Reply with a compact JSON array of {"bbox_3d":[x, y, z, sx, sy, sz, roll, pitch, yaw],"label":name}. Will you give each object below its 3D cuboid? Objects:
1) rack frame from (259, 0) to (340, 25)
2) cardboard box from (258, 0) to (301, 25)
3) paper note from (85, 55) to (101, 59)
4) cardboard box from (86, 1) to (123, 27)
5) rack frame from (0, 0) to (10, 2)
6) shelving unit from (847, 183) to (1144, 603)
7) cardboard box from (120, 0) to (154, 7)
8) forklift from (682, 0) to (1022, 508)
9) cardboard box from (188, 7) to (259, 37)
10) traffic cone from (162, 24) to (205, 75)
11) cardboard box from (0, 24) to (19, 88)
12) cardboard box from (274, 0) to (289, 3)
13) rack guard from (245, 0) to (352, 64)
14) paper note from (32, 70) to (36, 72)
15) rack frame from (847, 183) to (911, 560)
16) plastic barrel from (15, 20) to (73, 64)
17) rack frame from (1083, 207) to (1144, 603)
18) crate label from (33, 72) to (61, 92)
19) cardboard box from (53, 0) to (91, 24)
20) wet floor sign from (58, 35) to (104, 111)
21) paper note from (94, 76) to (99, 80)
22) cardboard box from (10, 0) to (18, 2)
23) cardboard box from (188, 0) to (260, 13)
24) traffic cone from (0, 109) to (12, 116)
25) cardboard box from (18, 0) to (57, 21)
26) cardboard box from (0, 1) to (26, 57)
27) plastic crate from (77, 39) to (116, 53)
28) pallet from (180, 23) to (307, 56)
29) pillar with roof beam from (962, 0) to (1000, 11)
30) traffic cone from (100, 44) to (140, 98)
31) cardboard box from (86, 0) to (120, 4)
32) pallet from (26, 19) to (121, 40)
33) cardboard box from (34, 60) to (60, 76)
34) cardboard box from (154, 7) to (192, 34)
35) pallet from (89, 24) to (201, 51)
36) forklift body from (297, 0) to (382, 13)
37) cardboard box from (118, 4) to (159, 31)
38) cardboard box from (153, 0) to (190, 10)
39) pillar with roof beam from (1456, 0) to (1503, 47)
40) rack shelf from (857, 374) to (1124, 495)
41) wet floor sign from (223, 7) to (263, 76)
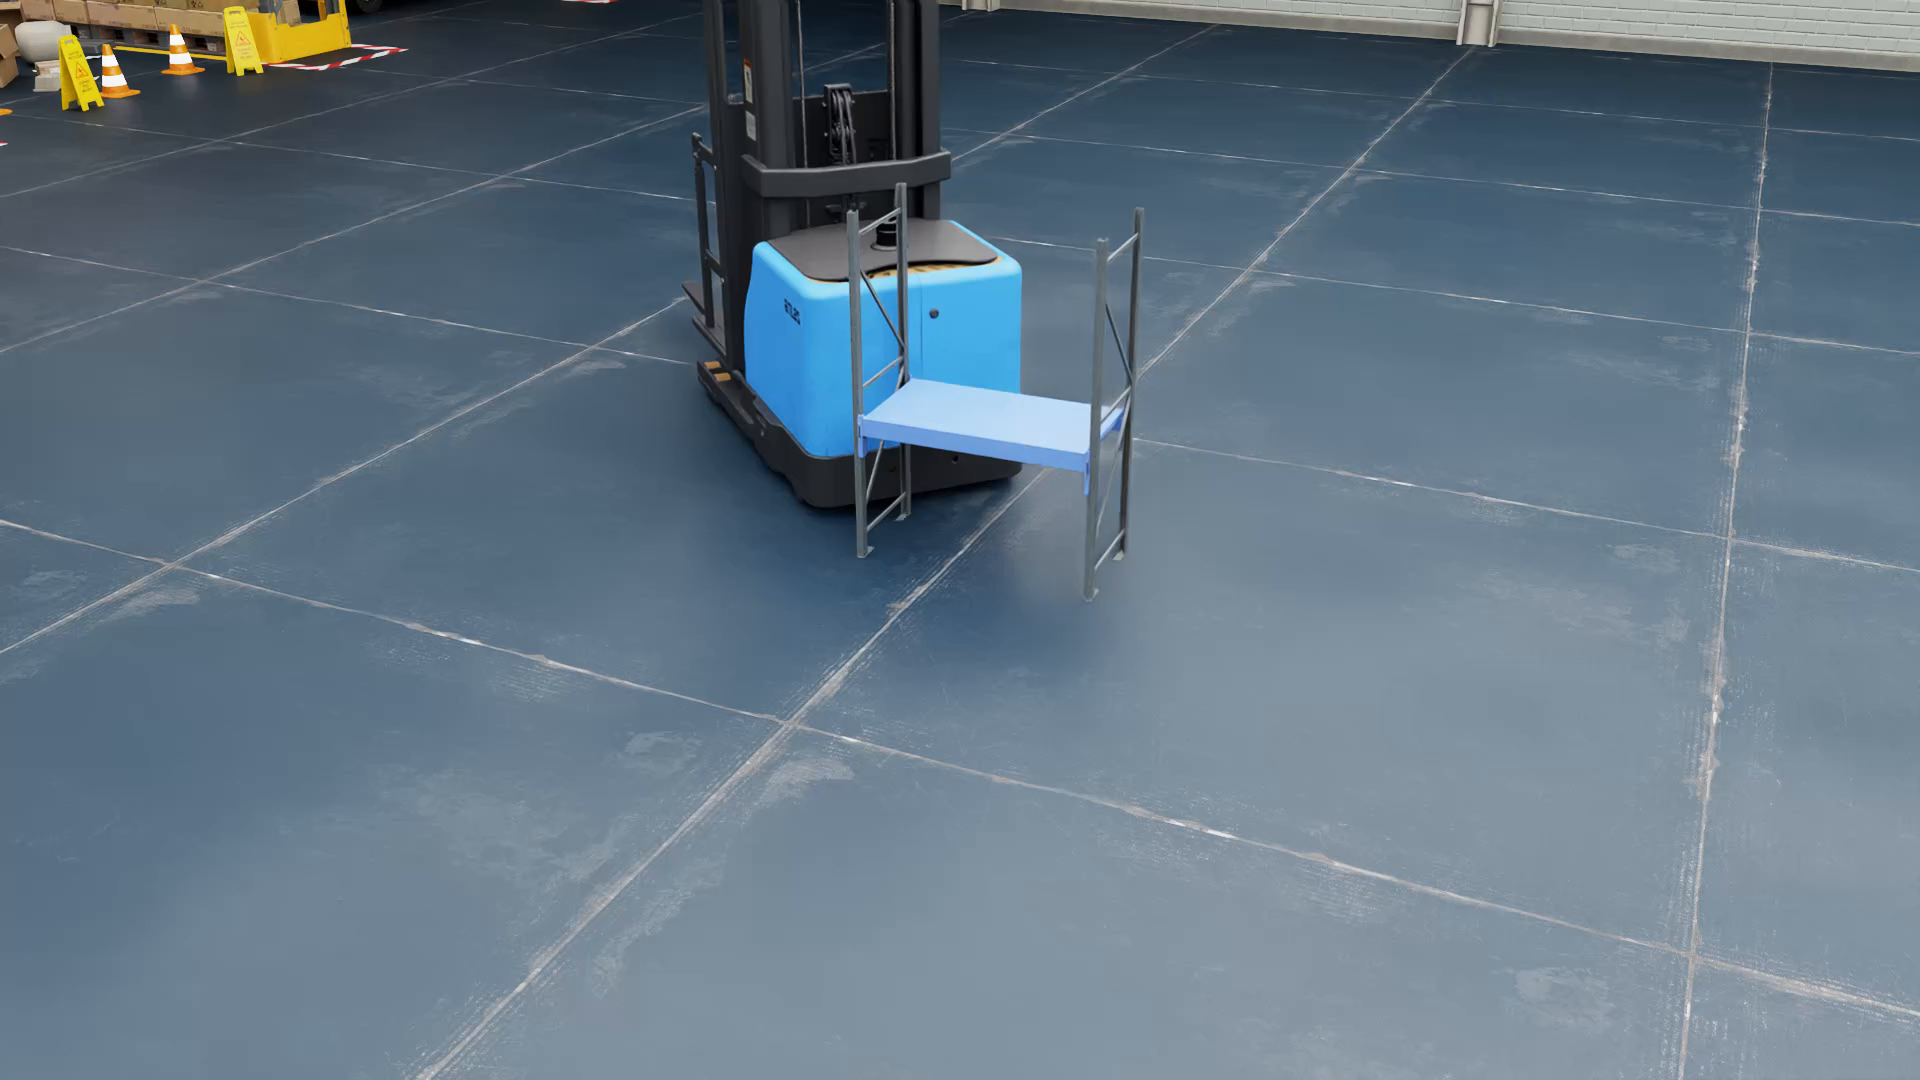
[{"bbox_3d":[-6.988,-6.558,17.175,0.127,3.000,1.000,11,28,22],"label":"rack frame"},{"bbox_3d":[-7.608,-5.772,18.215,0.500,0.250,0.500,11,28,21],"label":"cardboard box"},{"bbox_3d":[-9.197,-5.119,17.613,0.148,0.019,0.142,2,26,4],"label":"paper note"},{"bbox_3d":[-9.229,-5.839,18.351,0.500,0.250,0.500,11,28,21],"label":"cardboard box"},{"bbox_3d":[-10.629,-7.290,18.660,0.127,3.000,1.000,11,28,22],"label":"rack frame"},{"bbox_3d":[0.140,-0.608,6.787,1.048,1.500,0.538,10,28,20],"label":"shelving unit"},{"bbox_3d":[-8.758,-6.080,17.992,0.500,0.500,0.500,11,28,21],"label":"cardboard box"},{"bbox_3d":[-0.748,-2.085,8.167,1.130,2.935,3.031,-11,28,-20],"label":"forklift"},{"bbox_3d":[-7.857,-5.557,17.779,0.500,0.250,0.500,11,28,22],"label":"cardboard box"},{"bbox_3d":[-7.913,-4.980,16.841,0.334,0.463,0.336,11,28,22],"label":"traffic cone"},{"bbox_3d":[-9.635,-4.741,16.311,0.637,0.503,0.797,-7,27,-14],"label":"cardboard box"},{"bbox_3d":[-7.630,-6.112,18.057,0.500,0.500,0.500,10,28,20],"label":"cardboard box"},{"bbox_3d":[-7.057,-5.451,17.755,0.348,0.500,1.175,11,28,22],"label":"rack guard"},{"bbox_3d":[-9.384,-4.809,16.996,0.142,0.019,0.148,23,35,39],"label":"paper note"},{"bbox_3d":[-0.330,-0.694,6.961,0.032,1.500,0.500,10,28,20],"label":"rack frame"},{"bbox_3d":[-9.495,-5.171,17.274,0.512,0.421,0.421,-12,29,-23],"label":"plastic barrel"},{"bbox_3d":[0.610,-0.522,6.612,0.032,1.500,0.500,10,28,20],"label":"rack frame"},{"bbox_3d":[-8.805,-4.444,16.122,0.298,0.136,0.250,-2,26,-5],"label":"crate label"},{"bbox_3d":[-9.713,-5.935,18.546,0.500,0.250,0.500,13,29,25],"label":"cardboard box"},{"bbox_3d":[-8.099,-4.284,15.221,0.232,0.644,0.267,6,27,13],"label":"wet floor sign"},{"bbox_3d":[-8.673,-4.599,16.556,0.142,0.019,0.148,2,26,4],"label":"paper note"},{"bbox_3d":[-11.108,-6.394,19.341,0.625,0.372,0.950,12,29,22],"label":"cardboard box"},{"bbox_3d":[-7.825,-5.891,17.608,0.500,0.500,0.500,12,28,22],"label":"cardboard box"},{"bbox_3d":[-8.841,-4.079,15.012,0.334,0.463,0.336,11,28,22],"label":"traffic cone"},{"bbox_3d":[-10.204,-6.028,18.735,0.500,0.250,0.500,10,28,19],"label":"cardboard box"},{"bbox_3d":[-10.217,-5.426,17.702,0.500,0.500,0.500,-12,29,-23],"label":"cardboard box"},{"bbox_3d":[-9.540,-5.363,18.052,0.583,0.080,0.402,2,26,4],"label":"plastic crate"},{"bbox_3d":[-7.782,-5.484,18.149,1.213,0.211,1.003,11,28,22],"label":"pallet"},{"bbox_3d":[-1.518,-8.908,15.155,0.400,9.000,9.100,11,28,22],"label":"pillar with roof beam"},{"bbox_3d":[-8.063,-4.472,15.808,0.334,0.463,0.336,11,28,22],"label":"traffic cone"},{"bbox_3d":[-9.241,-6.176,18.186,0.500,0.500,0.500,13,29,24],"label":"cardboard box"},{"bbox_3d":[-10.003,-5.930,19.055,1.213,0.211,1.003,11,28,22],"label":"pallet"},{"bbox_3d":[-9.017,-4.707,16.641,0.380,0.149,0.250,-18,31,-31],"label":"cardboard box"},{"bbox_3d":[-8.304,-5.651,17.969,0.500,0.250,0.500,11,28,22],"label":"cardboard box"},{"bbox_3d":[-8.889,-5.708,18.604,1.213,0.211,1.003,11,28,22],"label":"pallet"},{"bbox_3d":[-7.418,-7.787,20.632,1.214,2.155,2.313,11,28,22],"label":"forklift body"},{"bbox_3d":[-8.782,-5.744,18.158,0.500,0.250,0.500,10,28,20],"label":"cardboard box"},{"bbox_3d":[-8.302,-5.985,17.799,0.500,0.500,0.500,12,29,24],"label":"cardboard box"},{"bbox_3d":[3.944,-7.811,12.927,0.400,9.000,9.100,11,28,22],"label":"pillar with roof beam"},{"bbox_3d":[0.140,-0.447,6.866,1.000,0.185,0.538,10,28,20],"label":"rack shelf"},{"bbox_3d":[-7.258,-5.037,16.750,0.232,0.644,0.267,23,35,39],"label":"wet floor sign"}]
